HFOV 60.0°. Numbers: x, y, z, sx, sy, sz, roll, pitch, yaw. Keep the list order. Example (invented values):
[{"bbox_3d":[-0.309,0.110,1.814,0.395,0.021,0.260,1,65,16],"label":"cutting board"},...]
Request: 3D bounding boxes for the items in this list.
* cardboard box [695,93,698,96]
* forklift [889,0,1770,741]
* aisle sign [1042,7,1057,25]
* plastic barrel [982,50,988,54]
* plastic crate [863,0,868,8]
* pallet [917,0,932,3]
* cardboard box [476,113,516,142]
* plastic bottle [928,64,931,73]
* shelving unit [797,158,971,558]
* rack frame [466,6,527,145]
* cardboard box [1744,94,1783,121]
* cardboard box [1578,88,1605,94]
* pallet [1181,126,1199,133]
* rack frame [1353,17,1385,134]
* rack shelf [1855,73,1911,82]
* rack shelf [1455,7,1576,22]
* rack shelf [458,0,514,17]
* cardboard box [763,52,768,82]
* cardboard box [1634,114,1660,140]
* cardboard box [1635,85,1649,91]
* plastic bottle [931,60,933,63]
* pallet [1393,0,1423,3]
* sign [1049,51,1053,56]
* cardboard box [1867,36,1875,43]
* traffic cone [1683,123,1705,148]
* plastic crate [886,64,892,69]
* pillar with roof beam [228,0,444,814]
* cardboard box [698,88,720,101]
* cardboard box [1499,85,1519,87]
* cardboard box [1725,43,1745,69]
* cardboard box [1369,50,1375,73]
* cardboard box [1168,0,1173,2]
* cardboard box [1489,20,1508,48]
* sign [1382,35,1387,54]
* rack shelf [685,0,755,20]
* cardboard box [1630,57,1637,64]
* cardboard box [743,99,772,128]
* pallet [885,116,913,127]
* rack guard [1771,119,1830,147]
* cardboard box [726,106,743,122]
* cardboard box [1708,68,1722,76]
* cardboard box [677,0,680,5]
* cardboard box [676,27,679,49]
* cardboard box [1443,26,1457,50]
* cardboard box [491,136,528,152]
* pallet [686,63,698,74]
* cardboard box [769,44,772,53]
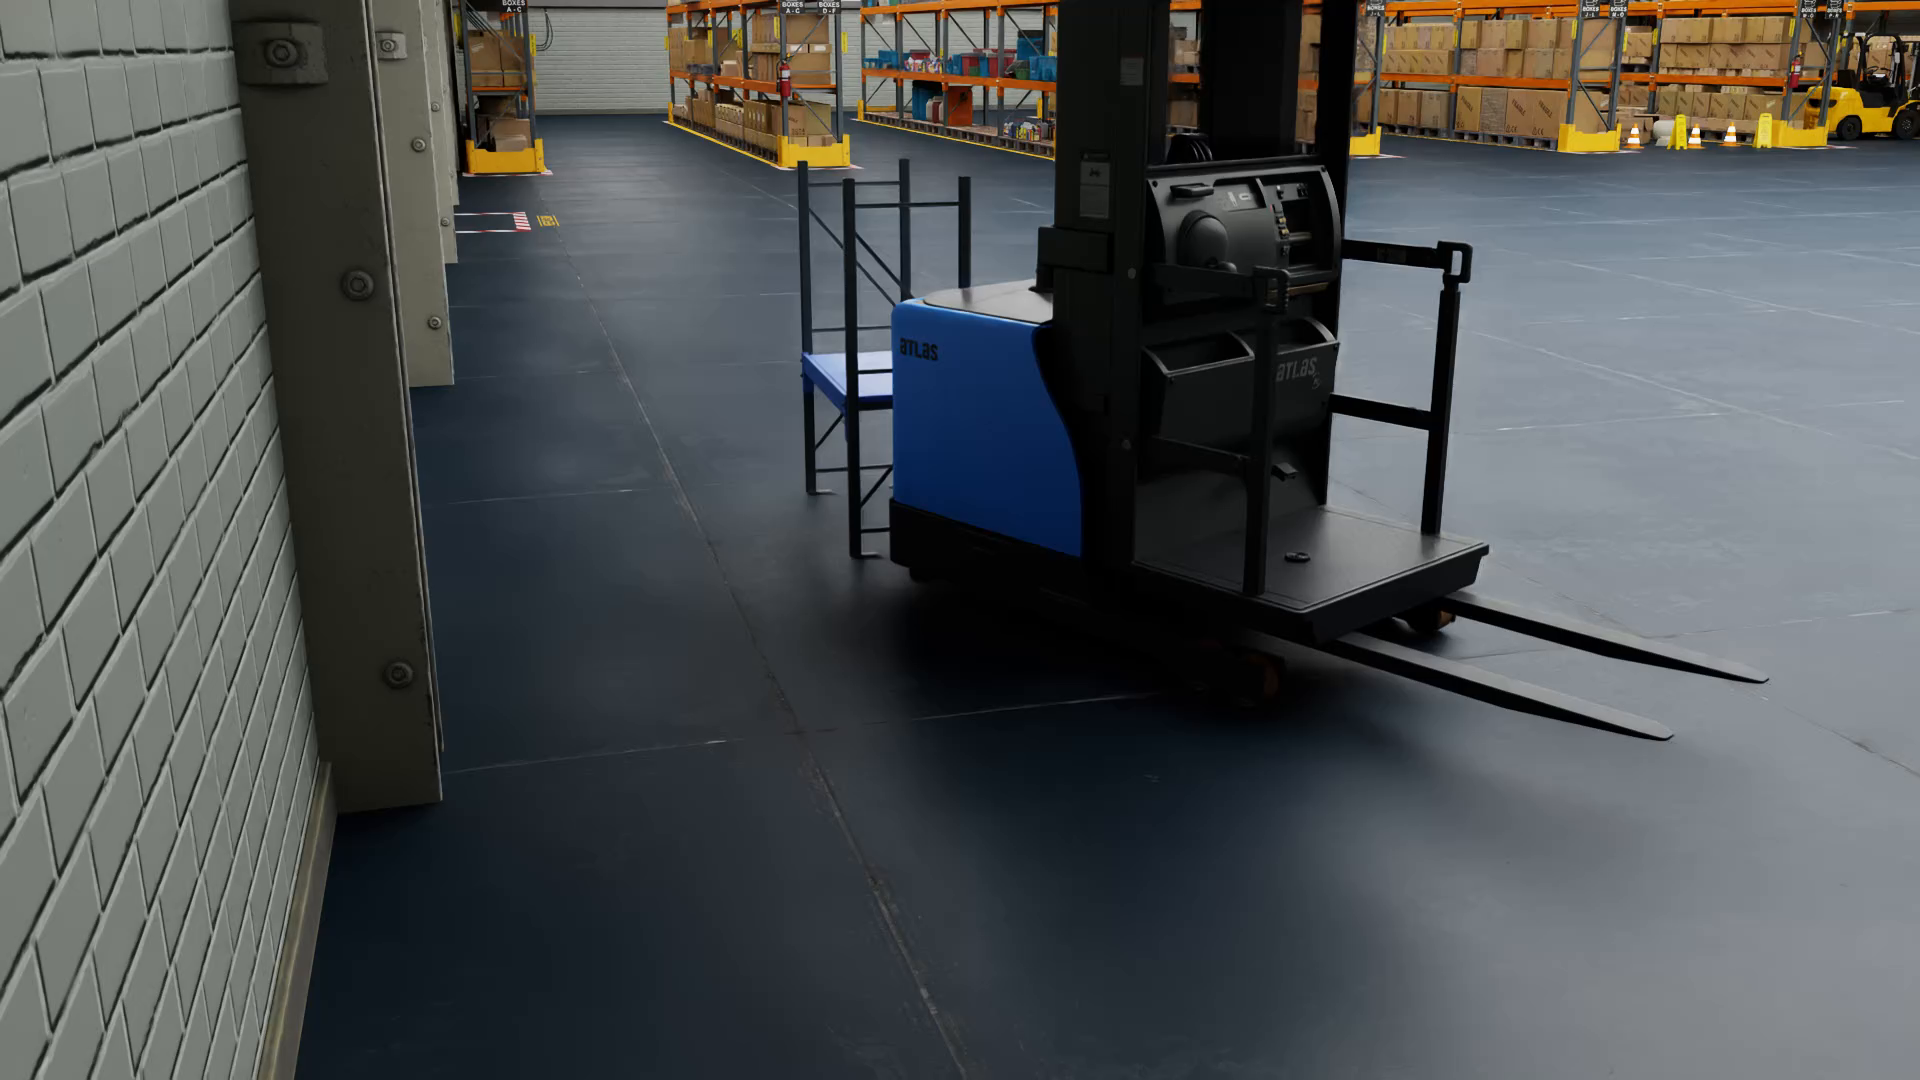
[{"bbox_3d":[-6.446,-10.976,41.859,0.500,0.500,0.500,-5,17,-15],"label":"cardboard box"},{"bbox_3d":[1.094,-1.046,5.340,1.130,2.935,3.031,-15,22,-40],"label":"forklift"},{"bbox_3d":[2.386,-14.117,44.216,0.394,0.787,0.004,-5,17,-15],"label":"aisle sign"},{"bbox_3d":[0.618,-10.057,35.025,0.421,0.512,0.421,0,17,0],"label":"plastic barrel"},{"bbox_3d":[-2.230,-13.730,42.459,0.497,0.269,0.590,-5,17,-15],"label":"plastic crate"},{"bbox_3d":[-0.345,-12.201,37.472,1.003,0.211,1.213,-5,17,-15],"label":"pallet"},{"bbox_3d":[-8.514,-7.598,30.611,0.700,0.500,0.500,-4,17,-13],"label":"cardboard box"},{"bbox_3d":[-0.656,-10.540,37.172,0.097,0.201,0.097,0,17,0],"label":"plastic bottle"},{"bbox_3d":[-0.334,-0.811,7.045,0.538,1.500,1.048,-4,17,-14],"label":"shelving unit"},{"bbox_3d":[-8.296,-8.382,29.642,1.000,3.000,0.127,-5,17,-15],"label":"rack frame"},{"bbox_3d":[16.149,-8.678,33.374,0.500,0.500,0.500,-5,17,-15],"label":"cardboard box"},{"bbox_3d":[17.554,-12.353,46.479,0.700,0.500,0.500,-5,18,-17],"label":"cardboard box"},{"bbox_3d":[5.438,-8.774,35.796,1.003,0.211,1.213,-5,17,-15],"label":"pallet"},{"bbox_3d":[7.091,-8.450,29.869,1.000,3.000,0.127,-5,17,-15],"label":"rack frame"},{"bbox_3d":[20.842,-9.836,35.733,1.077,0.370,4.000,-5,17,-15],"label":"rack shelf"},{"bbox_3d":[13.871,-13.092,41.358,1.077,0.370,4.000,-5,17,-15],"label":"rack shelf"},{"bbox_3d":[-8.846,-10.027,31.155,1.077,0.370,4.000,-5,17,-15],"label":"rack shelf"},{"bbox_3d":[-3.121,-8.416,29.580,0.700,0.500,0.500,-4,17,-14],"label":"cardboard box"},{"bbox_3d":[14.507,-8.740,35.175,0.500,0.500,0.500,7,18,23],"label":"cardboard box"},{"bbox_3d":[18.168,-12.000,44.175,0.380,0.149,0.250,-6,18,-18],"label":"cardboard box"},{"bbox_3d":[-0.617,-10.672,37.470,0.061,0.283,0.133,-5,17,-15],"label":"plastic bottle"},{"bbox_3d":[10.228,-11.890,36.436,1.003,0.211,1.213,-4,17,-13],"label":"pallet"},{"bbox_3d":[1.762,-9.338,32.344,0.100,0.325,0.005,-5,17,-15],"label":"sign"},{"bbox_3d":[20.270,-11.059,36.736,0.380,0.149,0.250,-4,17,-14],"label":"cardboard box"},{"bbox_3d":[14.287,-7.854,32.294,0.336,0.463,0.334,-5,17,-15],"label":"traffic cone"},{"bbox_3d":[-1.535,-11.563,40.607,0.437,0.125,0.590,-5,17,-15],"label":"plastic crate"},{"bbox_3d":[2.514,-3.975,4.545,9.100,9.000,0.400,-5,17,-15],"label":"pillar with roof beam"},{"bbox_3d":[-5.559,-9.930,37.074,0.500,0.250,0.500,-5,17,-15],"label":"cardboard box"},{"bbox_3d":[14.070,-11.075,41.570,0.875,0.875,0.875,-4,17,-15],"label":"cardboard box"},{"bbox_3d":[15.938,-9.830,33.772,0.500,0.500,0.500,-5,17,-16],"label":"cardboard box"},{"bbox_3d":[9.553,-10.930,37.950,0.500,0.500,0.500,-5,17,-15],"label":"cardboard box"},{"bbox_3d":[4.777,-11.878,36.326,0.500,0.250,0.500,-4,17,-14],"label":"cardboard box"},{"bbox_3d":[11.136,-10.102,33.230,0.875,0.550,0.550,-5,17,-15],"label":"cardboard box"},{"bbox_3d":[7.613,-8.908,29.888,0.100,0.325,0.005,-5,17,-15],"label":"sign"},{"bbox_3d":[-5.183,-11.526,36.146,1.077,0.370,4.000,-5,17,-15],"label":"rack shelf"},{"bbox_3d":[15.058,-10.616,36.785,0.380,0.149,0.250,-5,17,-17],"label":"cardboard box"},{"bbox_3d":[-3.708,-7.865,30.667,0.500,0.500,0.500,-5,17,-15],"label":"cardboard box"},{"bbox_3d":[-1.208,-10.243,40.684,1.003,0.211,1.213,-5,17,-15],"label":"pallet"},{"bbox_3d":[16.599,-8.057,32.907,1.175,0.500,0.348,-5,17,-15],"label":"rack guard"},{"bbox_3d":[-4.339,-8.438,32.902,0.500,0.311,0.500,-5,17,-16],"label":"cardboard box"},{"bbox_3d":[15.737,-9.685,34.418,0.380,0.149,0.250,-5,17,-15],"label":"cardboard box"},{"bbox_3d":[-6.395,-12.742,39.205,0.500,0.250,0.500,-5,17,-15],"label":"cardboard box"},{"bbox_3d":[-6.539,-12.054,39.954,0.500,0.500,0.500,-5,17,-16],"label":"cardboard box"},{"bbox_3d":[10.647,-10.584,35.062,0.700,0.500,0.500,-5,17,-16],"label":"cardboard box"},{"bbox_3d":[-7.300,-6.397,26.942,0.500,0.311,0.500,-7,18,-22],"label":"cardboard box"},{"bbox_3d":[-5.618,-10.666,37.579,1.003,0.211,1.213,-5,17,-15],"label":"pallet"},{"bbox_3d":[-3.080,-8.475,28.651,0.380,0.149,0.250,-4,17,-14],"label":"cardboard box"}]
